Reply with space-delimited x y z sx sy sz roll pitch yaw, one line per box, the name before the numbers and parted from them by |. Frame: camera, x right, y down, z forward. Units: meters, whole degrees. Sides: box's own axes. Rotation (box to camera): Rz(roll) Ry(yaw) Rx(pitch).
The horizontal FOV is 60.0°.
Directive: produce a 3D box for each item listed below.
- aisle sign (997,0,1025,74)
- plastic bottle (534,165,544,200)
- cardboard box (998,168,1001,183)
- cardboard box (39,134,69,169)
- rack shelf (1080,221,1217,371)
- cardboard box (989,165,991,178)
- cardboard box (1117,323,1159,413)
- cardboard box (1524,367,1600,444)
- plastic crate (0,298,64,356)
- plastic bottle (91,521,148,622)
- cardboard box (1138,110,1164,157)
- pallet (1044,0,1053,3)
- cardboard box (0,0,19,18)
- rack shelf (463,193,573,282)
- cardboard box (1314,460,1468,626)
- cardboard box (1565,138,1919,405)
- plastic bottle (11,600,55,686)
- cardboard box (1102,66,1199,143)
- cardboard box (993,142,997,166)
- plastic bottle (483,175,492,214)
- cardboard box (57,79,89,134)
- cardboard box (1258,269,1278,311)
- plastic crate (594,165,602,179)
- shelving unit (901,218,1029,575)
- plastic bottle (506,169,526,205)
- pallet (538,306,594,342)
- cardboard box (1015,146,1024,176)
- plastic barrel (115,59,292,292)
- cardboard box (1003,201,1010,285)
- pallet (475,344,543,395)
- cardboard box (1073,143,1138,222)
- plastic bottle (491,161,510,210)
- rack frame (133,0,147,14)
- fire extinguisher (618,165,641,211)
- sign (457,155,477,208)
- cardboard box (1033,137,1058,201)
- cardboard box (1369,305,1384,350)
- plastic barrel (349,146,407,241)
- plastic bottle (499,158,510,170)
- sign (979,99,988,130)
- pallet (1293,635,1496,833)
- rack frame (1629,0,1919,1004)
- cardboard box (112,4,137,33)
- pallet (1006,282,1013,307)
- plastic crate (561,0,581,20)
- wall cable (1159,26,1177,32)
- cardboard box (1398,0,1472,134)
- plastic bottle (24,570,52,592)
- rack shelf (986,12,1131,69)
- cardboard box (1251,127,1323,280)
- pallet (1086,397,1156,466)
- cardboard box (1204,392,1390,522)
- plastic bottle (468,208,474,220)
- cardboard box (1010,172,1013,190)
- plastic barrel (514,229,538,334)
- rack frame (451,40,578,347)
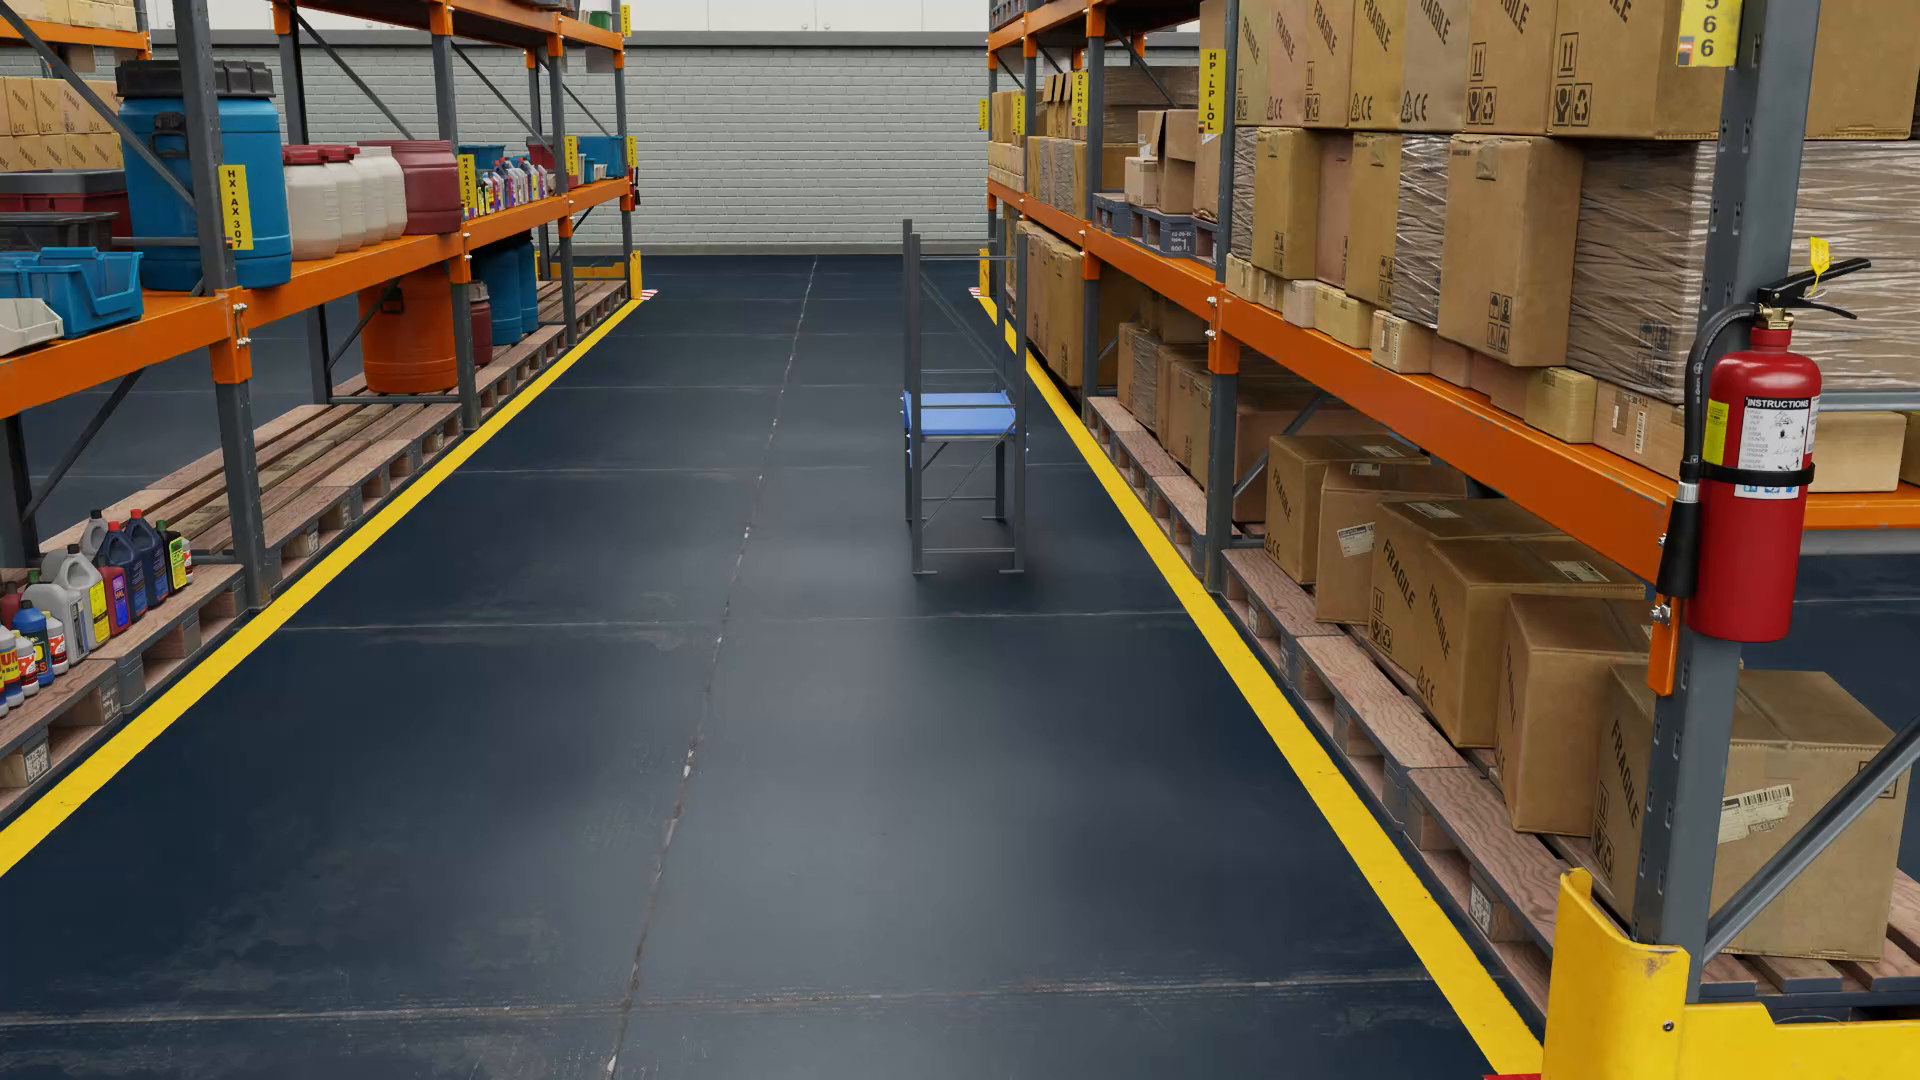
aisle sign | 0.512 -5.495 18.145 0.394 0.787 0.004 -1 14 -3
plastic bottle | -3.473 -2.945 13.685 0.061 0.283 0.133 -1 14 -3
cardboard box | 0.591 -3.688 16.843 0.380 0.149 0.250 -1 14 -4
cardboard box | -8.647 -3.507 15.435 0.500 0.500 0.500 -1 14 -4
rack shelf | 1.435 -1.387 8.841 1.077 0.370 4.000 -1 14 -3
cardboard box | 0.508 -4.007 18.085 0.380 0.149 0.250 -1 14 -3
cardboard box | 1.373 -1.069 10.294 0.700 0.500 0.500 -2 15 -6
cardboard box | 1.502 -0.313 3.726 0.380 0.149 0.250 -1 14 -3
plastic crate | -3.031 -0.634 4.999 0.530 0.136 0.437 -1 14 -3
plastic bottle | -3.045 0.112 6.005 0.144 0.351 0.185 -2 15 -6
cardboard box | 1.385 -2.351 10.100 0.500 0.500 0.500 -3 15 -10
pallet | 1.146 -4.031 12.034 1.003 0.211 1.213 0 14 -1
cardboard box | -8.634 -4.705 14.573 0.500 0.250 0.500 -1 14 -3
rack shelf | -3.756 -2.305 12.410 1.077 0.370 4.000 -1 14 -3
cardboard box | 1.587 0.012 6.135 0.500 0.500 0.500 4 15 14
cardboard box | 1.800 -0.573 3.435 0.875 0.500 0.500 -1 14 -3
plastic bottle | -2.978 0.325 5.334 0.097 0.271 0.097 0 14 0
cardboard box | 1.282 -2.949 11.254 0.797 0.503 0.637 0 14 -2
cardboard box | 0.615 -4.041 17.416 0.500 0.250 0.500 -1 14 -4
plastic bottle | -3.367 -2.441 11.754 0.097 0.271 0.097 0 14 0
cardboard box | -8.669 -4.114 15.790 0.500 0.500 0.500 0 14 -2
cardboard box | 1.318 -0.934 6.141 0.380 0.149 0.250 -1 14 -3
plastic crate | -3.893 -3.775 17.087 0.396 0.136 0.243 -1 14 -3
shelving unit | 0.005 -0.705 7.757 0.538 1.500 1.048 -1 14 -3
plastic bottle | -3.471 -2.748 12.937 0.152 0.276 0.135 -1 14 -3
pallet | -3.964 -1.983 15.309 1.003 0.211 1.213 -1 14 -3
cardboard box | 0.774 -3.405 14.943 0.500 0.250 0.500 -1 14 -4
plastic barrel | -3.106 -1.505 6.850 0.600 0.901 0.708 -1 14 -3
cardboard box | 0.935 -3.239 18.016 0.875 0.875 0.875 -1 14 -3
pallet | -3.795 -1.304 12.670 1.003 0.211 1.213 -1 14 -3
cardboard box | 1.034 -2.400 11.134 0.500 0.500 0.500 0 14 -2
plastic bottle | -3.428 -2.630 12.326 0.144 0.351 0.185 -1 14 -3
rack frame | -9.072 -6.976 17.079 1.000 3.000 0.127 -1 14 -3
fire extinguisher | -3.683 -3.972 18.349 0.296 0.674 0.183 -1 14 -3
sign | -3.083 -2.245 10.406 0.100 0.325 0.005 -1 14 -3
cardboard box | 0.875 -3.033 13.593 0.500 0.500 0.500 -1 14 -3
cardboard box | 1.439 -0.624 4.935 0.380 0.149 0.250 -1 14 -3
plastic barrel | -3.355 -1.958 9.391 0.421 0.512 0.421 0 14 0
plastic bottle | -3.629 -2.855 13.203 0.144 0.351 0.185 -1 14 -3
sign | 0.262 -4.673 18.272 0.100 0.325 0.005 -1 14 -3
pallet | 1.715 0.583 5.336 1.003 0.211 1.213 -1 14 -3
rack frame | 1.810 -0.243 2.952 0.949 2.616 0.053 -1 14 -3
cardboard box | -8.777 -5.327 16.990 0.500 0.250 0.500 -1 14 -3
pallet | 0.943 -2.674 17.996 1.003 0.211 1.213 -1 14 -3
plastic crate | -3.683 -4.854 15.113 0.497 0.269 0.590 -1 14 -3
wall cable | 3.906 -10.145 22.941 2.277 5.999 0.120 -1 14 -3
cardboard box | 1.461 -1.301 4.260 0.500 0.500 0.500 -1 14 -3
plastic bottle | -3.125 0.233 5.670 0.061 0.283 0.133 -1 14 -3
rack shelf | 0.940 -4.829 16.200 1.077 0.370 4.000 -1 14 -3
cardboard box | 1.521 -1.193 5.844 0.875 0.500 0.500 -1 14 -3
pallet | 1.358 -0.688 10.276 1.003 0.211 1.213 -1 14 -3
cardboard box | 1.543 -0.393 7.669 0.700 0.500 0.500 -2 15 -8
plastic bottle | -3.311 -2.295 11.160 0.061 0.283 0.133 -1 14 -3
cardboard box | 0.670 -3.368 15.602 0.380 0.149 0.250 -1 14 -2
plastic barrel | -3.863 -2.203 13.936 0.600 0.901 0.708 -1 14 -3
rack frame | -3.880 -3.151 14.253 1.000 3.000 0.127 -1 14 -3
